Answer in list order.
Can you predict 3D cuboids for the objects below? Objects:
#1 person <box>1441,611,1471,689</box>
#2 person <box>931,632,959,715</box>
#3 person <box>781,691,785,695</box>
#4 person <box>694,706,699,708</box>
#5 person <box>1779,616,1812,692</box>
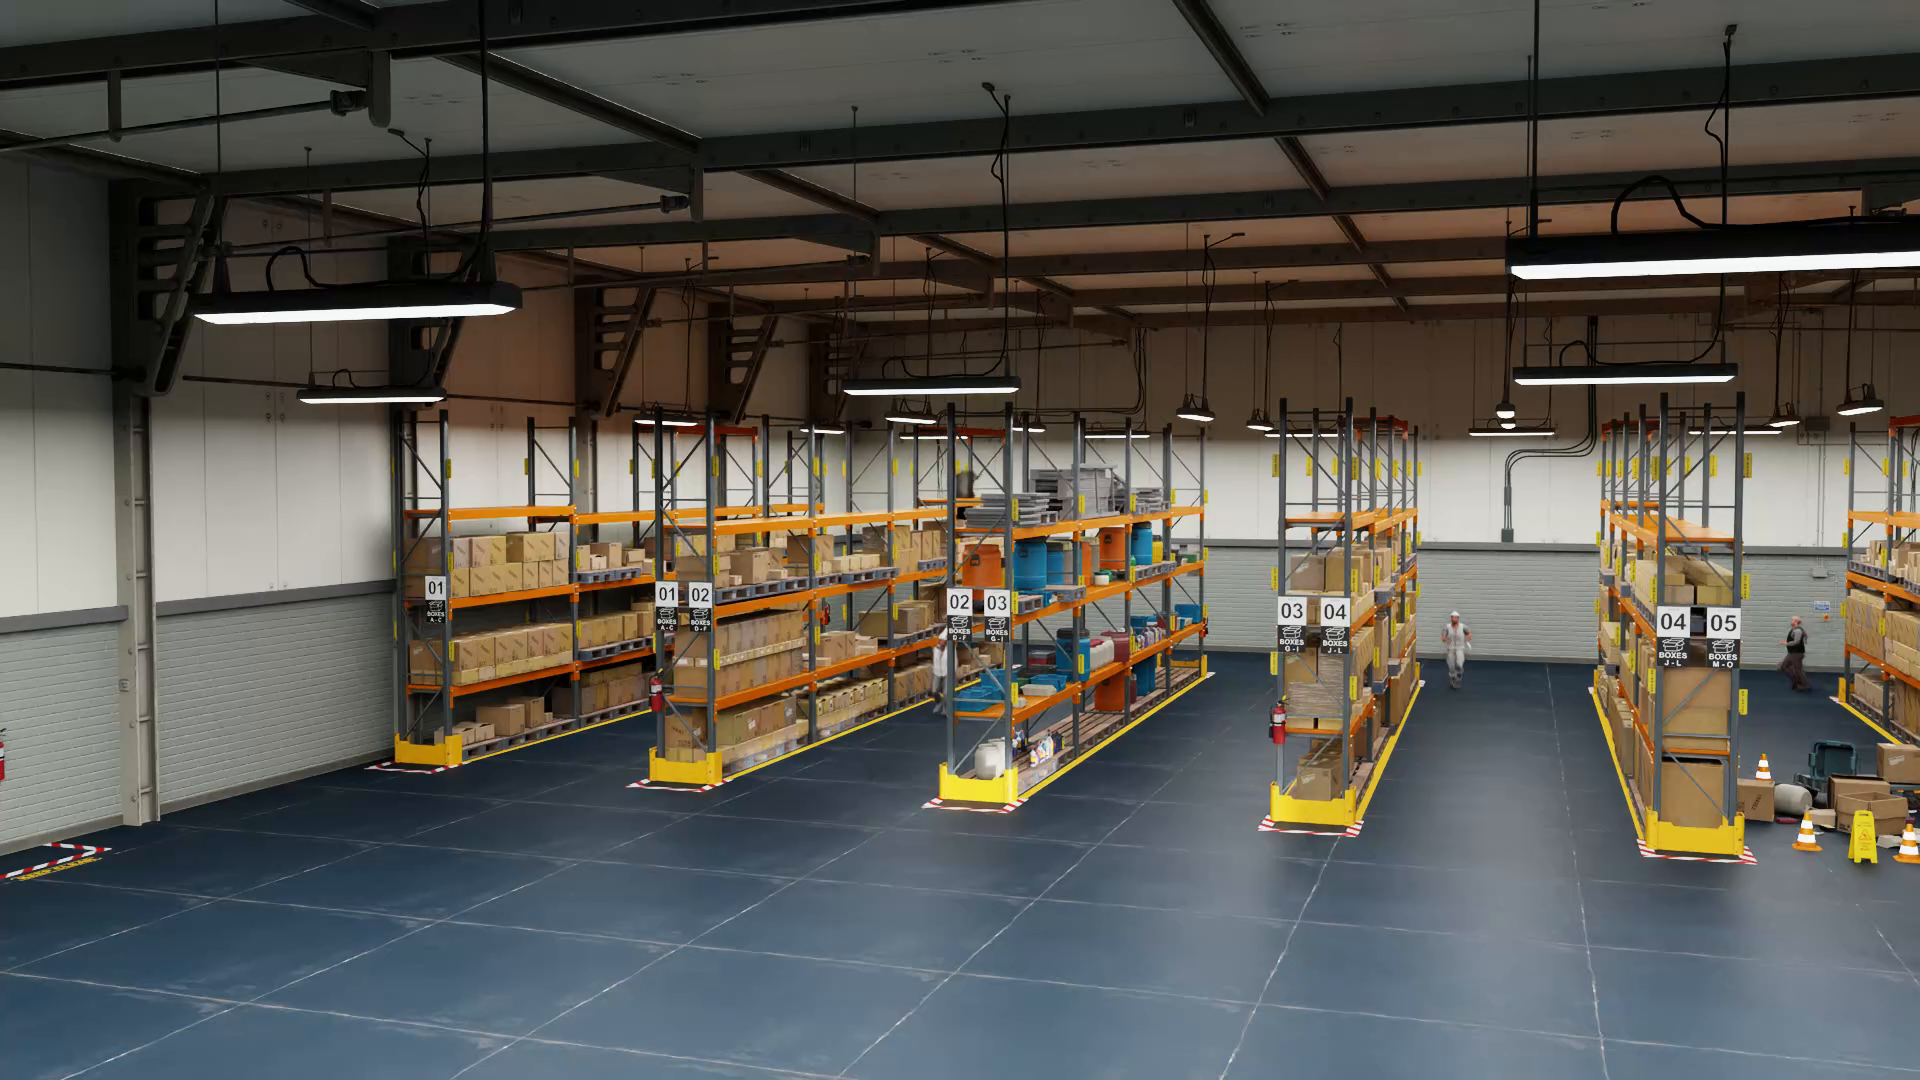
[{"bbox_3d":[11.227,2.496,37.633,0.655,1.766,0.768,1,3,18],"label":"person"},{"bbox_3d":[-0.330,2.695,33.406,0.649,1.714,0.772,1,3,15],"label":"person"},{"bbox_3d":[-3.752,2.714,34.530,0.581,1.657,0.656,0,2,6],"label":"person"},{"bbox_3d":[-5.270,2.726,33.681,0.674,1.738,0.843,-1,3,-30],"label":"person"},{"bbox_3d":[18.665,2.551,37.157,0.687,1.709,0.647,1,3,24],"label":"person"}]
